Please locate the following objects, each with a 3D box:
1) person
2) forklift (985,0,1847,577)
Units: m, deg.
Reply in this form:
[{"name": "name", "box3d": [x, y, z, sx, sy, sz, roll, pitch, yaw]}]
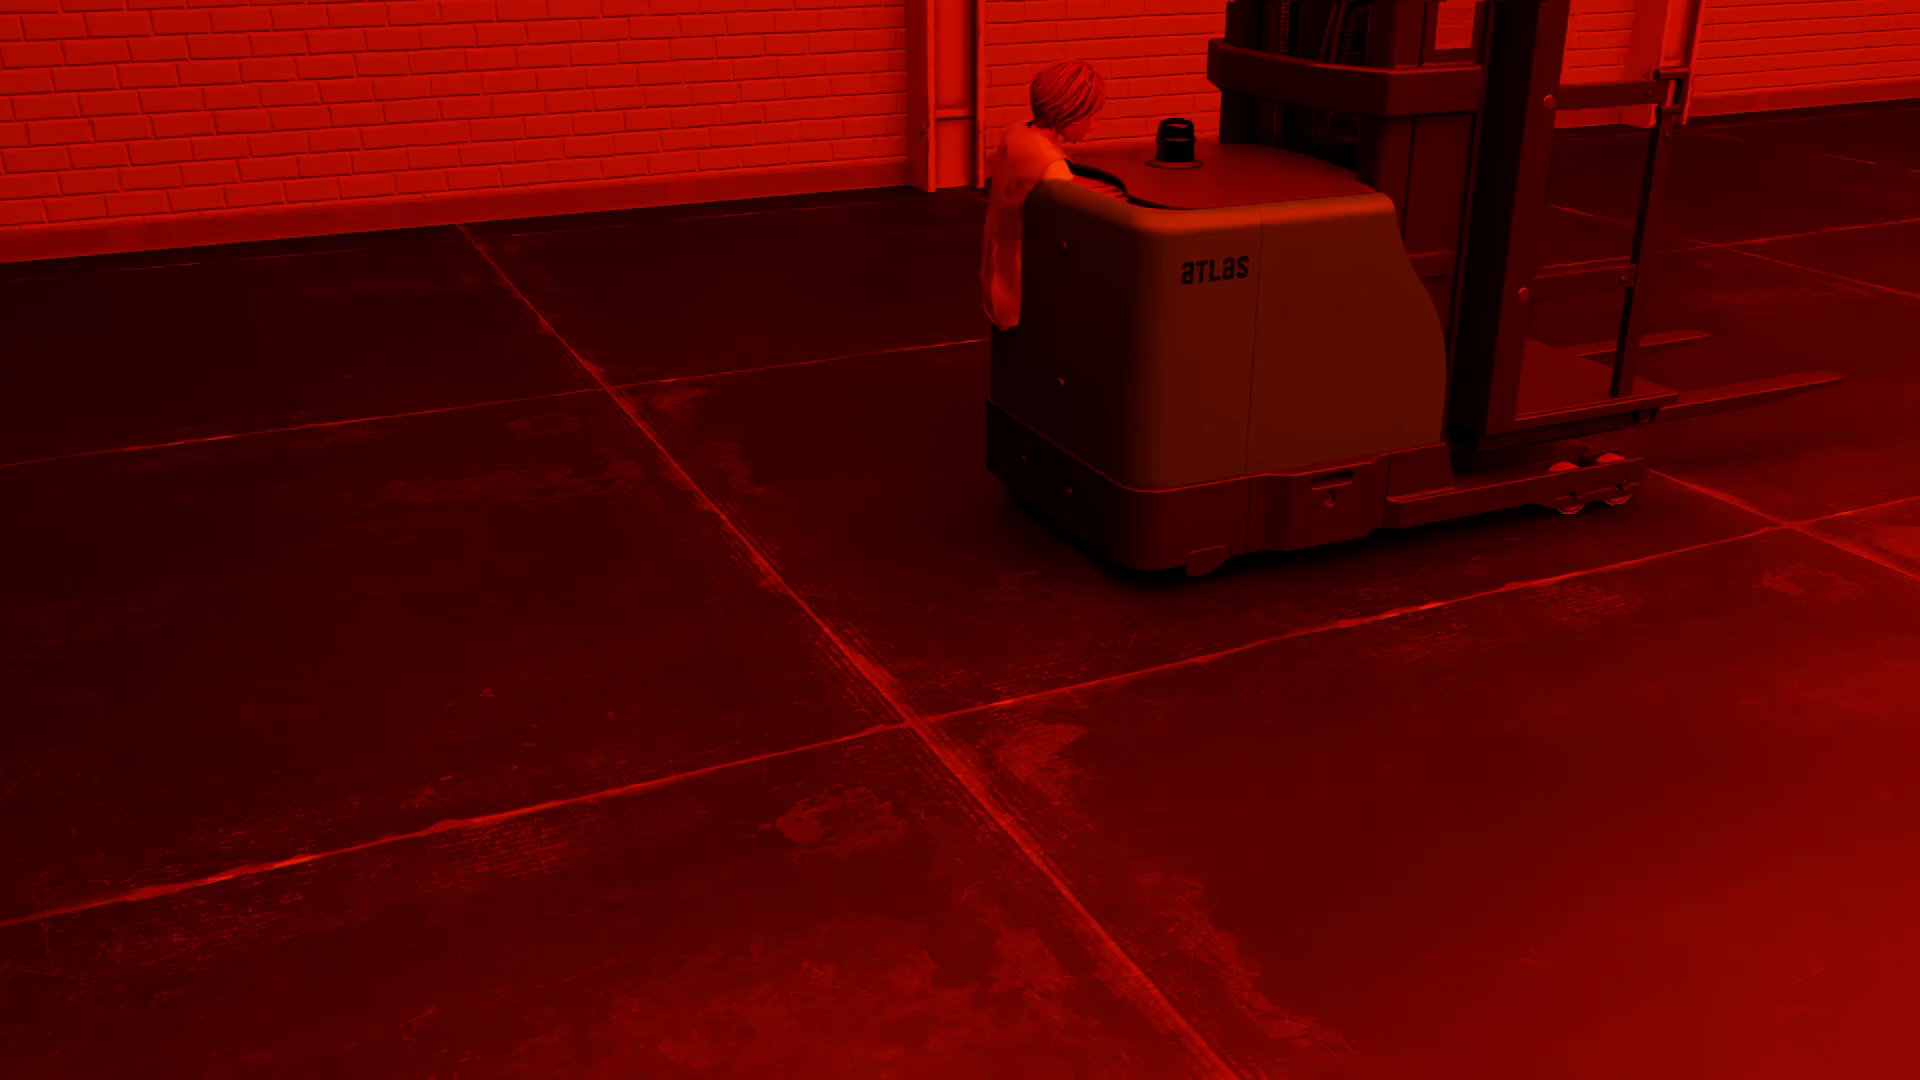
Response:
[{"name": "person", "box3d": [0.421, -0.802, 5.204, 0.688, 1.349, 0.822, -3, 23, -8]}, {"name": "forklift", "box3d": [1.646, -1.608, 5.157, 3.031, 2.935, 1.130, -10, 24, -22]}]
